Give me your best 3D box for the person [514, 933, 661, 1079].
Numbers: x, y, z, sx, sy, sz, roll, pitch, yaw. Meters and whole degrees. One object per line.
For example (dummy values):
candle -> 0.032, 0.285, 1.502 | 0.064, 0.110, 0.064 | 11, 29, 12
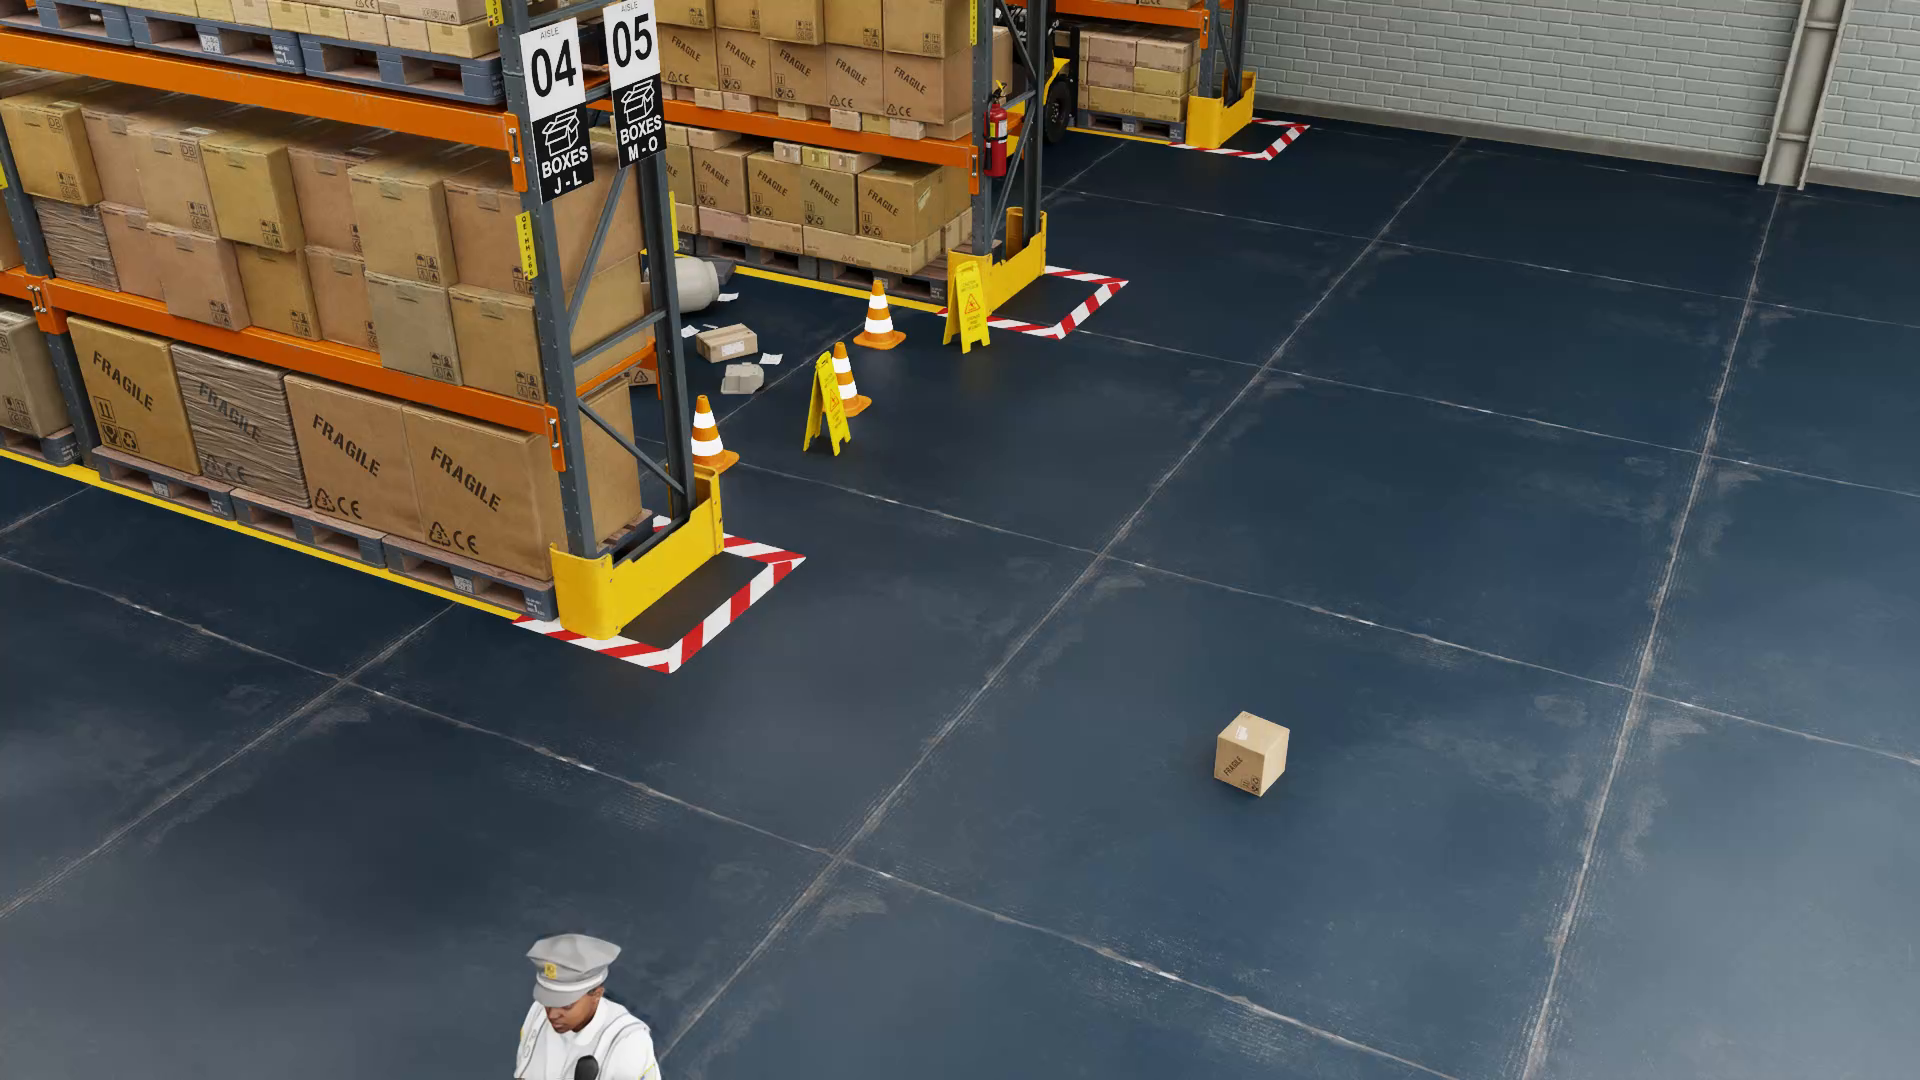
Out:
person -> -1.176, 1.885, 5.000 | 0.458, 1.642, 0.937 | 18, 35, 28
